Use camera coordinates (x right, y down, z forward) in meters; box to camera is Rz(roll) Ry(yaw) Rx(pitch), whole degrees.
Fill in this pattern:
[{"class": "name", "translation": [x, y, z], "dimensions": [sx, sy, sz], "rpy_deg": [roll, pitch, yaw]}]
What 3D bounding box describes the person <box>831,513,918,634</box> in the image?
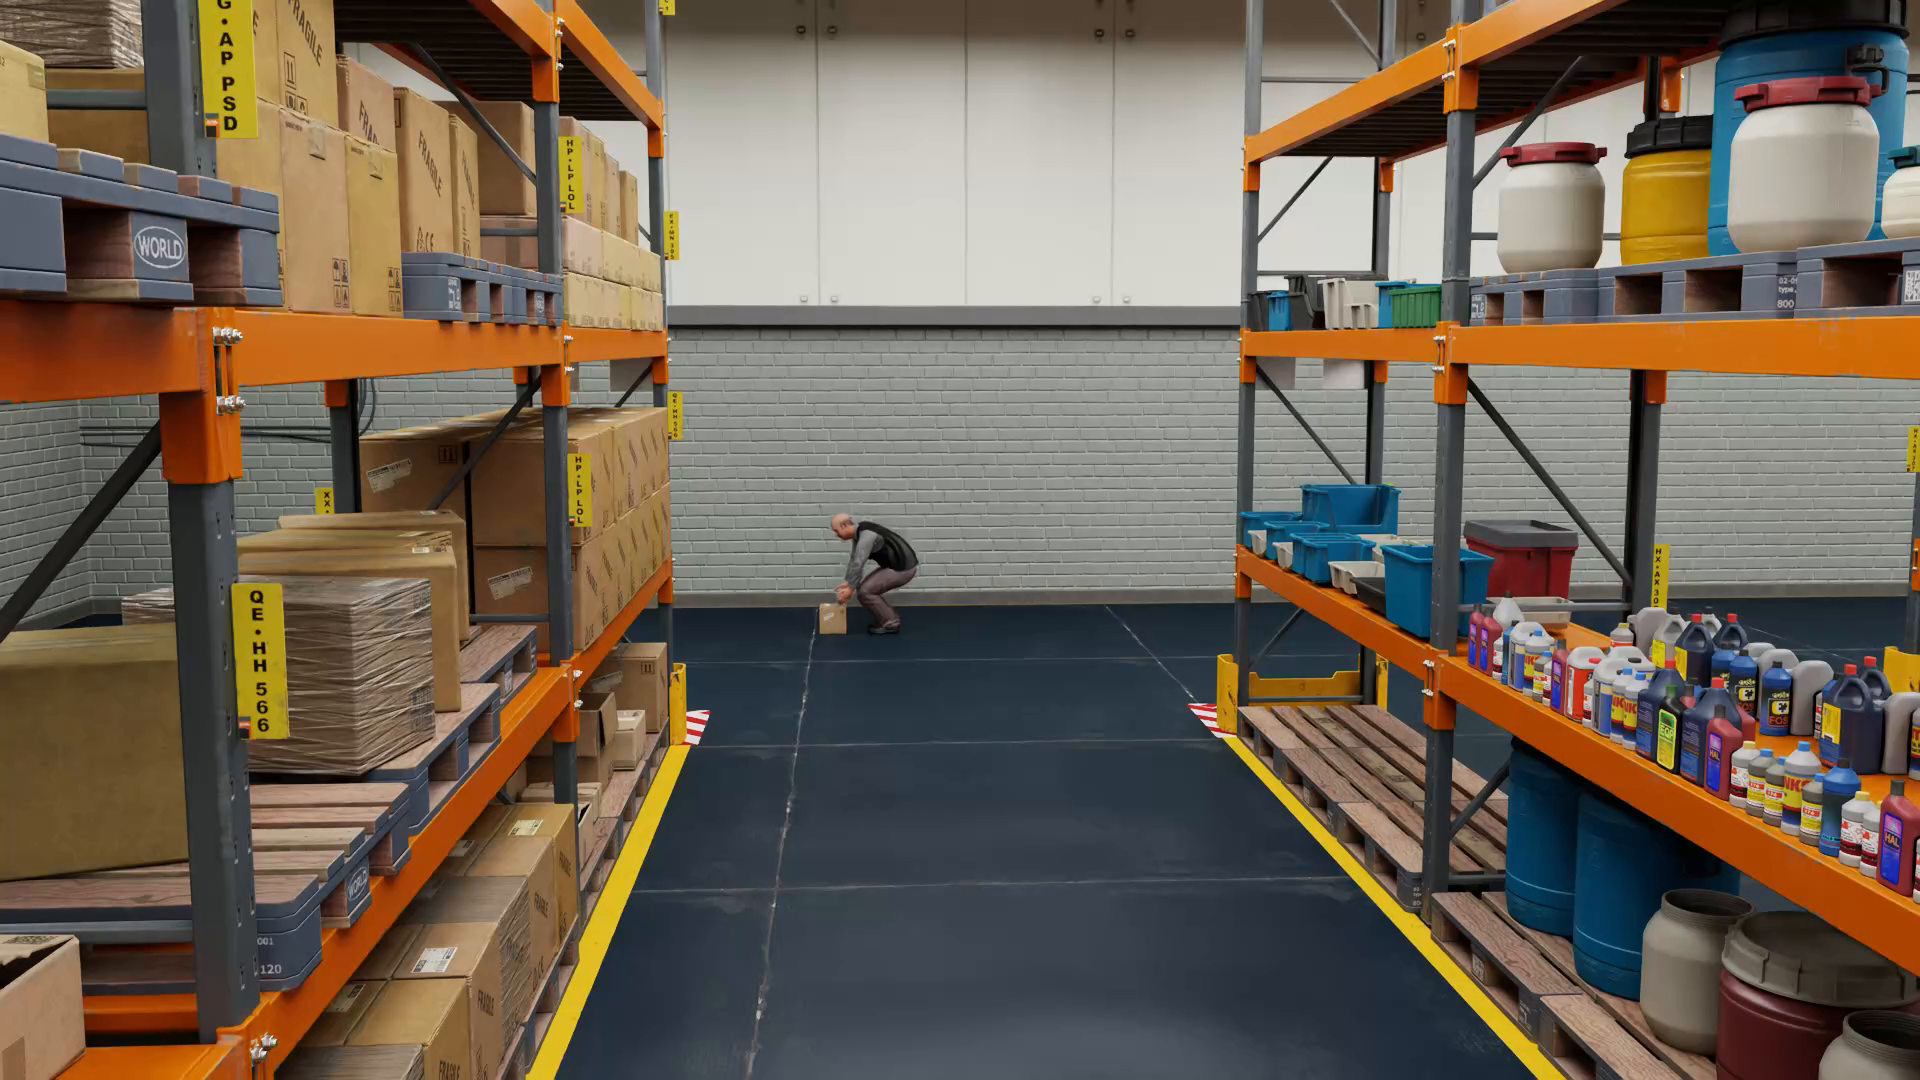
[{"class": "person", "translation": [-0.805, 0.309, 15.733], "dimensions": [0.823, 1.139, 0.568], "rpy_deg": [0, 7, -3]}]
